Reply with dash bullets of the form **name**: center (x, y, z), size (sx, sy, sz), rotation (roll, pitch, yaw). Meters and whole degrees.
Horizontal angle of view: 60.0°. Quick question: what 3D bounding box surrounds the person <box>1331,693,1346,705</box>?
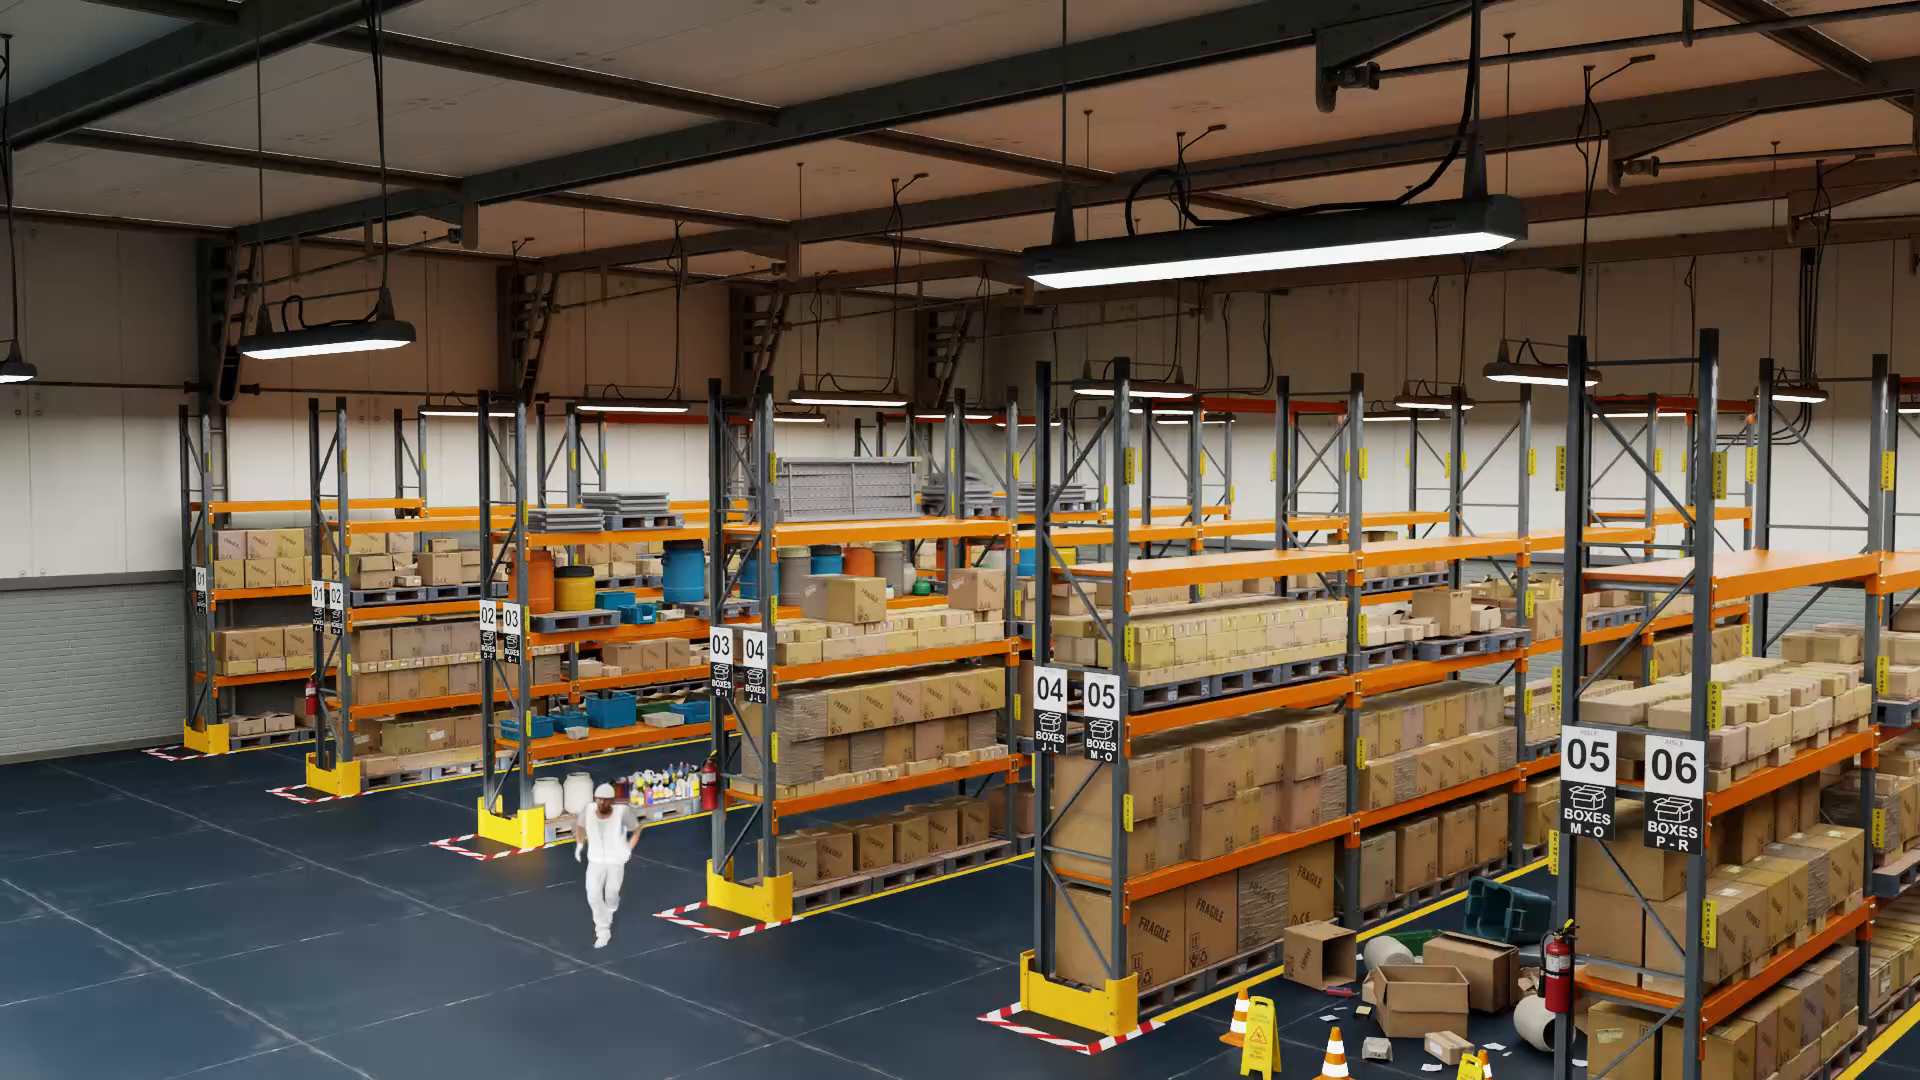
- **person**: center (5.668, 3.007, 24.553), size (0.718, 1.823, 0.843), rotation (2, 4, 37)

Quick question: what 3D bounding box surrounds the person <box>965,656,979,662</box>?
- **person**: center (0.341, 2.336, 32.826), size (0.662, 1.767, 1.006), rotation (2, 4, 38)

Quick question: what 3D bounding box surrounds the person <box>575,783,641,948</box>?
- **person**: center (-3.709, 3.398, 17.654), size (0.695, 1.764, 0.910), rotation (0, 3, 1)
